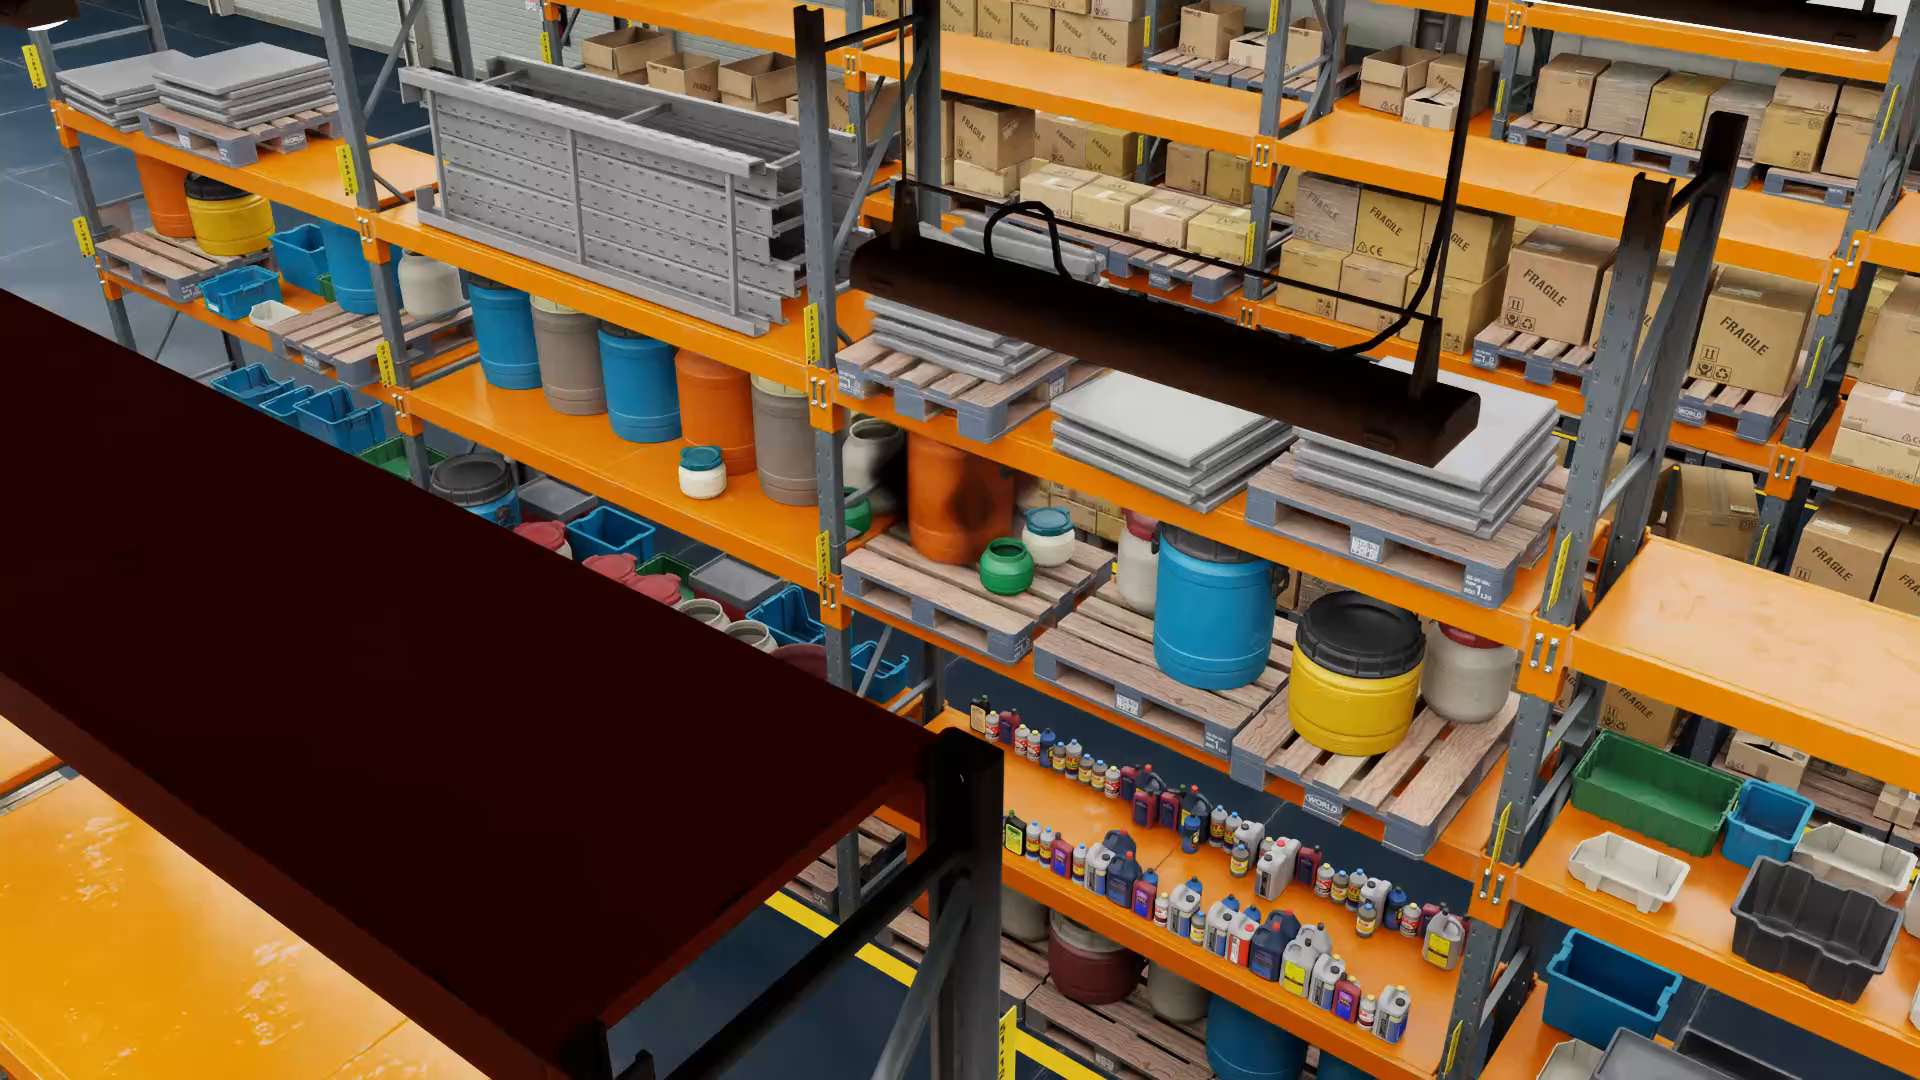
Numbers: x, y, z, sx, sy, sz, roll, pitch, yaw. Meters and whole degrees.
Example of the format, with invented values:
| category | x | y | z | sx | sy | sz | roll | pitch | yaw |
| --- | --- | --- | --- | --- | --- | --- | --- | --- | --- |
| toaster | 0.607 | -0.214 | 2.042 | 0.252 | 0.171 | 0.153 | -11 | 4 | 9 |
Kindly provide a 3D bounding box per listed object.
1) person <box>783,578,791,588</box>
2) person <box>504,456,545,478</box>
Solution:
| category | x | y | z | sx | sy | sz | roll | pitch | yaw |
| --- | --- | --- | --- | --- | --- | --- | --- | --- | --- |
| person | -1.773 | -0.341 | 14.184 | 0.624 | 1.802 | 0.385 | 27 | 40 | 36 |
| person | -4.103 | -1.148 | 15.434 | 0.645 | 1.774 | 0.586 | -7 | 32 | -11 |
